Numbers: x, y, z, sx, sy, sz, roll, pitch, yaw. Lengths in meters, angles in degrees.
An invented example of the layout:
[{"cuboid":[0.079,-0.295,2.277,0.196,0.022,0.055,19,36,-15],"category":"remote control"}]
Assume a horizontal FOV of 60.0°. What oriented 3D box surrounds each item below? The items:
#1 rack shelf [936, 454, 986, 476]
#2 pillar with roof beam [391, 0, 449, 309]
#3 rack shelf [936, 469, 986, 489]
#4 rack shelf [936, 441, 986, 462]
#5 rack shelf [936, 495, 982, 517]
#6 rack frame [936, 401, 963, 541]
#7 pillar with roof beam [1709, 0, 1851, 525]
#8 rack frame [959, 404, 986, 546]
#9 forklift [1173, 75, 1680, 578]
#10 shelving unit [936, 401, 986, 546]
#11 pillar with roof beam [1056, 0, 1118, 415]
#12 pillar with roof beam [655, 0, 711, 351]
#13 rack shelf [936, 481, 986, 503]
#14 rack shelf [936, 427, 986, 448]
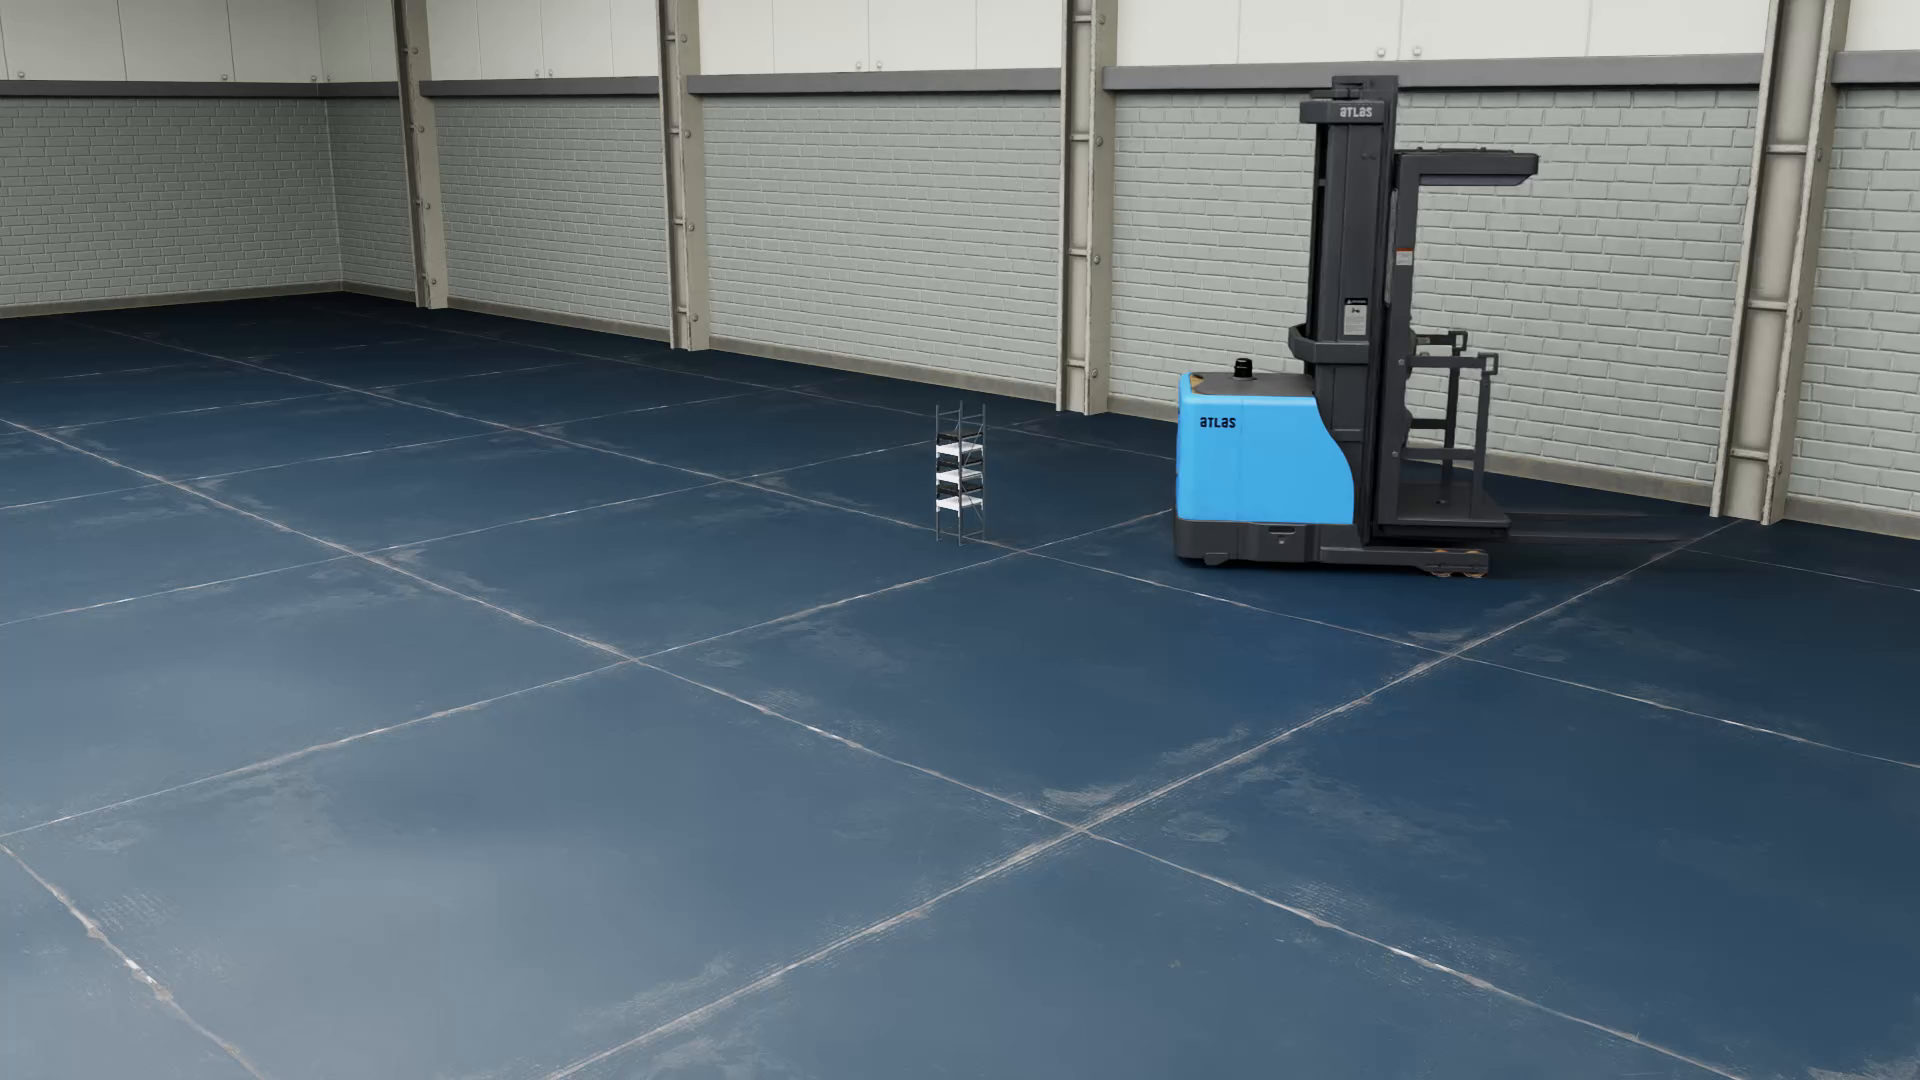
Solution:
[{"cuboid":[0.006,-0.489,10.799,0.200,0.077,0.258,14,20,42],"category":"rack shelf"},{"cuboid":[-10.480,-6.885,19.509,0.400,9.000,9.100,14,20,42],"category":"pillar with roof beam"},{"cuboid":[0.006,-0.402,10.822,0.200,0.077,0.258,14,20,42],"category":"rack shelf"},{"cuboid":[0.006,-0.576,10.776,0.200,0.077,0.258,14,20,42],"category":"rack shelf"},{"cuboid":[0.006,-0.228,10.867,0.200,0.077,0.258,14,20,42],"category":"rack shelf"},{"cuboid":[-0.067,-0.452,10.881,0.006,0.900,0.240,14,20,42],"category":"rack frame"},{"cuboid":[2.478,-3.735,7.418,0.400,9.000,9.100,14,20,42],"category":"pillar with roof beam"},{"cuboid":[0.079,-0.416,10.745,0.006,0.900,0.240,14,20,42],"category":"rack frame"},{"cuboid":[2.884,-1.329,10.219,3.031,2.935,1.130,2,15,6],"category":"forklift"},{"cuboid":[0.006,-0.434,10.813,0.210,0.900,0.258,14,20,42],"category":"shelving unit"},{"cuboid":[-1.842,-4.785,11.448,0.400,9.000,9.100,14,20,42],"category":"pillar with roof beam"},{"cuboid":[-6.161,-5.835,15.478,0.400,9.000,9.100,14,20,42],"category":"pillar with roof beam"},{"cuboid":[0.006,-0.315,10.844,0.200,0.077,0.258,14,20,42],"category":"rack shelf"},{"cuboid":[0.006,-0.663,10.753,0.200,0.077,0.258,14,20,42],"category":"rack shelf"}]
